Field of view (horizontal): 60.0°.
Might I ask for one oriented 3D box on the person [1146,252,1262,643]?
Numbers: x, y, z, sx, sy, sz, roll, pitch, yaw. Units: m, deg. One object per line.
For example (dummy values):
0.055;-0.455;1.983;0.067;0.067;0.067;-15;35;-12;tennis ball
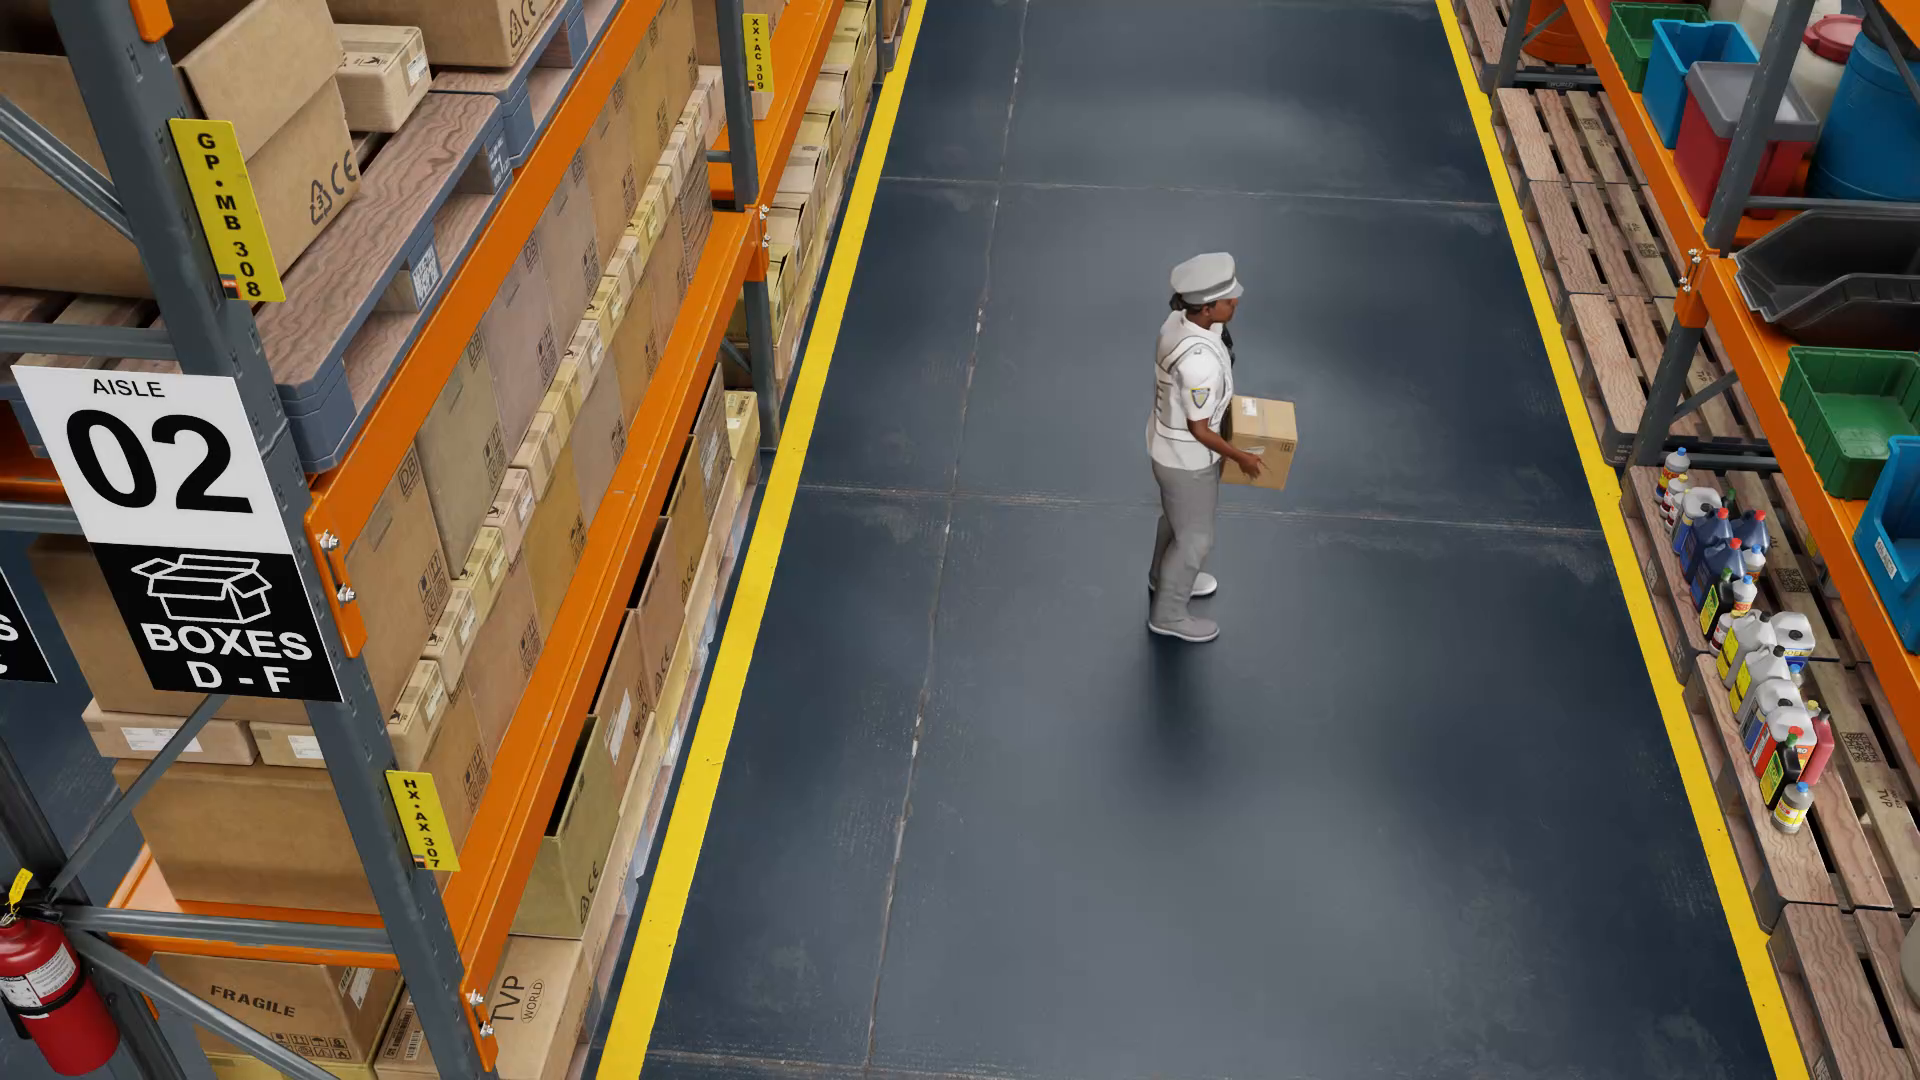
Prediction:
0.965;-0.365;6.564;0.466;1.689;0.474;3;40;3;person
